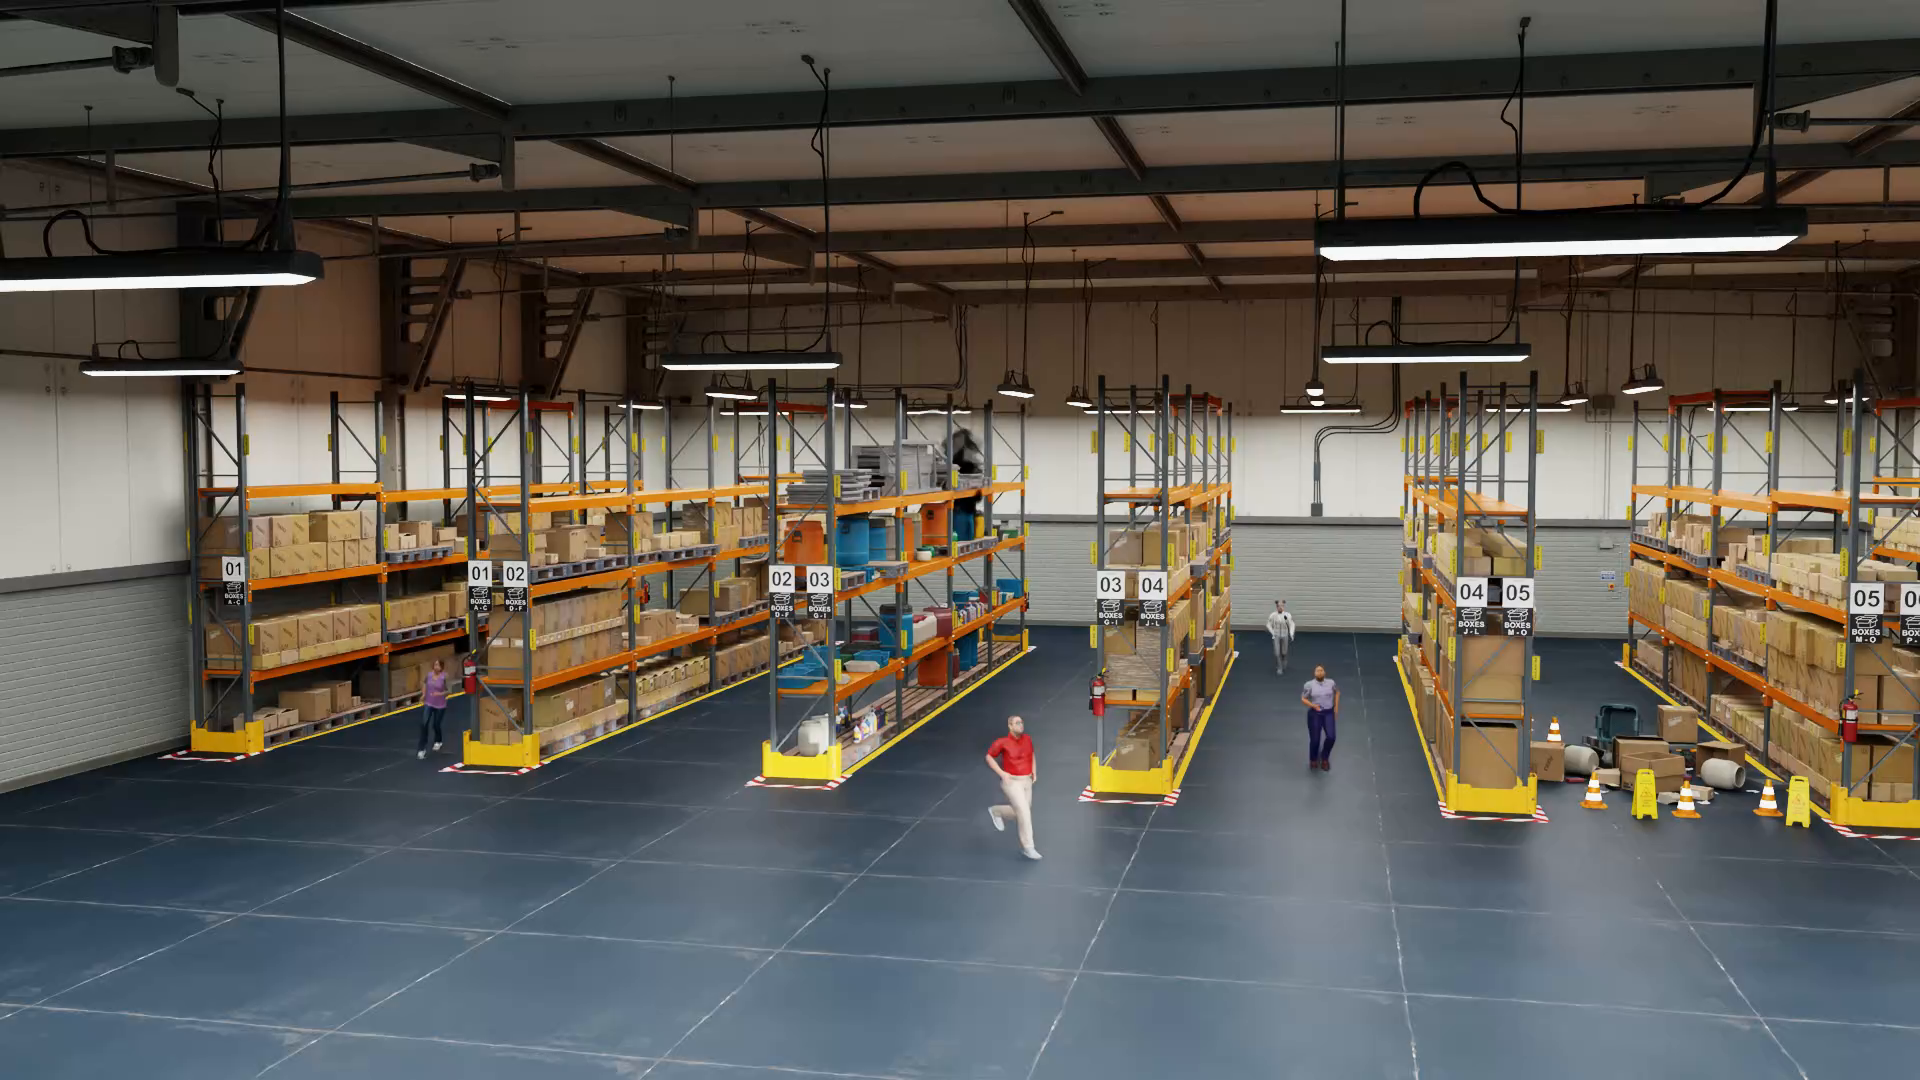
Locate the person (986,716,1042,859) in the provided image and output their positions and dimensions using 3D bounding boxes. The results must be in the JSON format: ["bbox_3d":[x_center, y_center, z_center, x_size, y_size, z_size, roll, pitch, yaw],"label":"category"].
[{"bbox_3d":[0.674,3.012,20.467,0.643,1.720,1.012,-3,5,-45],"label":"person"}]

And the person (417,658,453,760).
[{"bbox_3d":[-8.411,2.694,26.762,0.539,1.620,0.762,0,3,-2],"label":"person"}]

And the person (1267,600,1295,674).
[{"bbox_3d":[6.995,2.115,36.356,0.573,1.646,0.567,1,3,11],"label":"person"}]

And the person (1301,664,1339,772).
[{"bbox_3d":[5.554,2.733,25.583,0.605,1.646,0.637,0,3,4],"label":"person"}]
